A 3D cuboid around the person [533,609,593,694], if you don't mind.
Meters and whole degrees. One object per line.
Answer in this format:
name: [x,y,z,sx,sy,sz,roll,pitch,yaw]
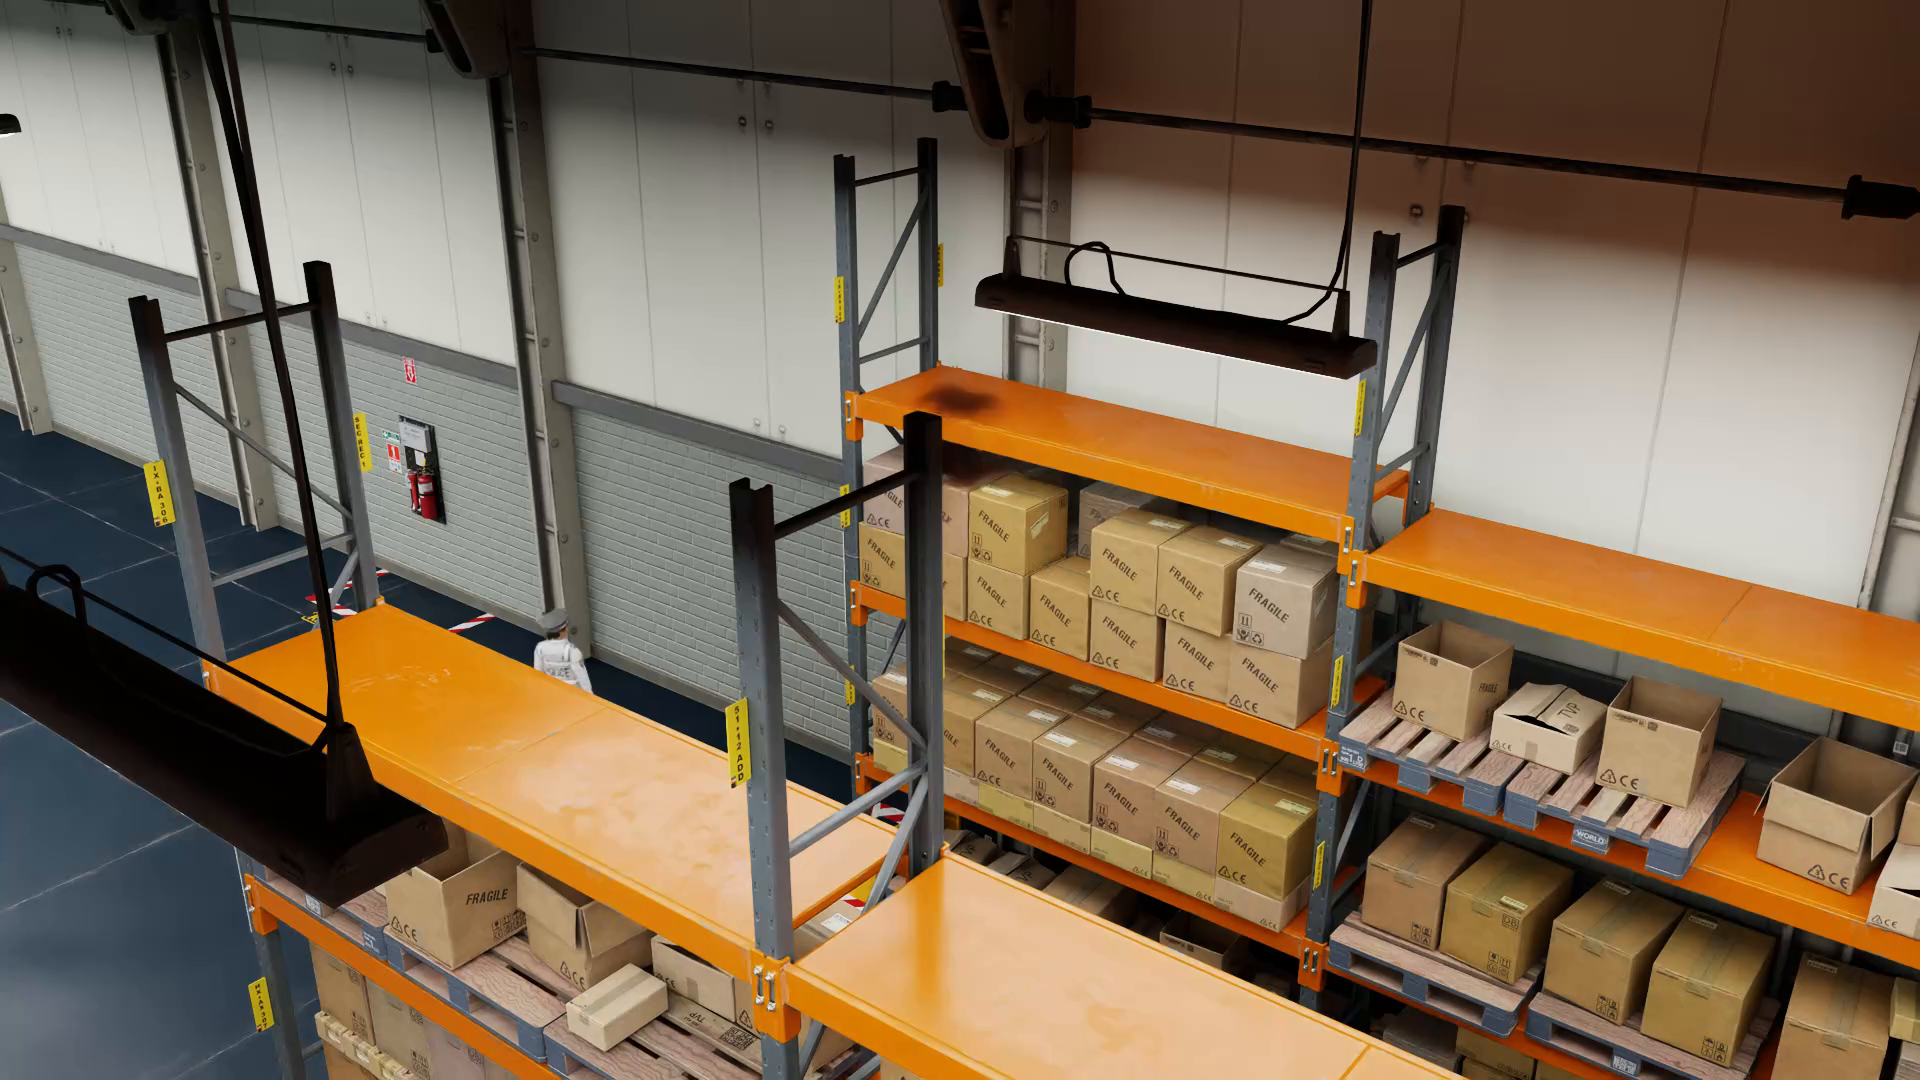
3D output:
person: [-3.594,1.439,15.054,0.597,1.720,0.383,4,23,8]
